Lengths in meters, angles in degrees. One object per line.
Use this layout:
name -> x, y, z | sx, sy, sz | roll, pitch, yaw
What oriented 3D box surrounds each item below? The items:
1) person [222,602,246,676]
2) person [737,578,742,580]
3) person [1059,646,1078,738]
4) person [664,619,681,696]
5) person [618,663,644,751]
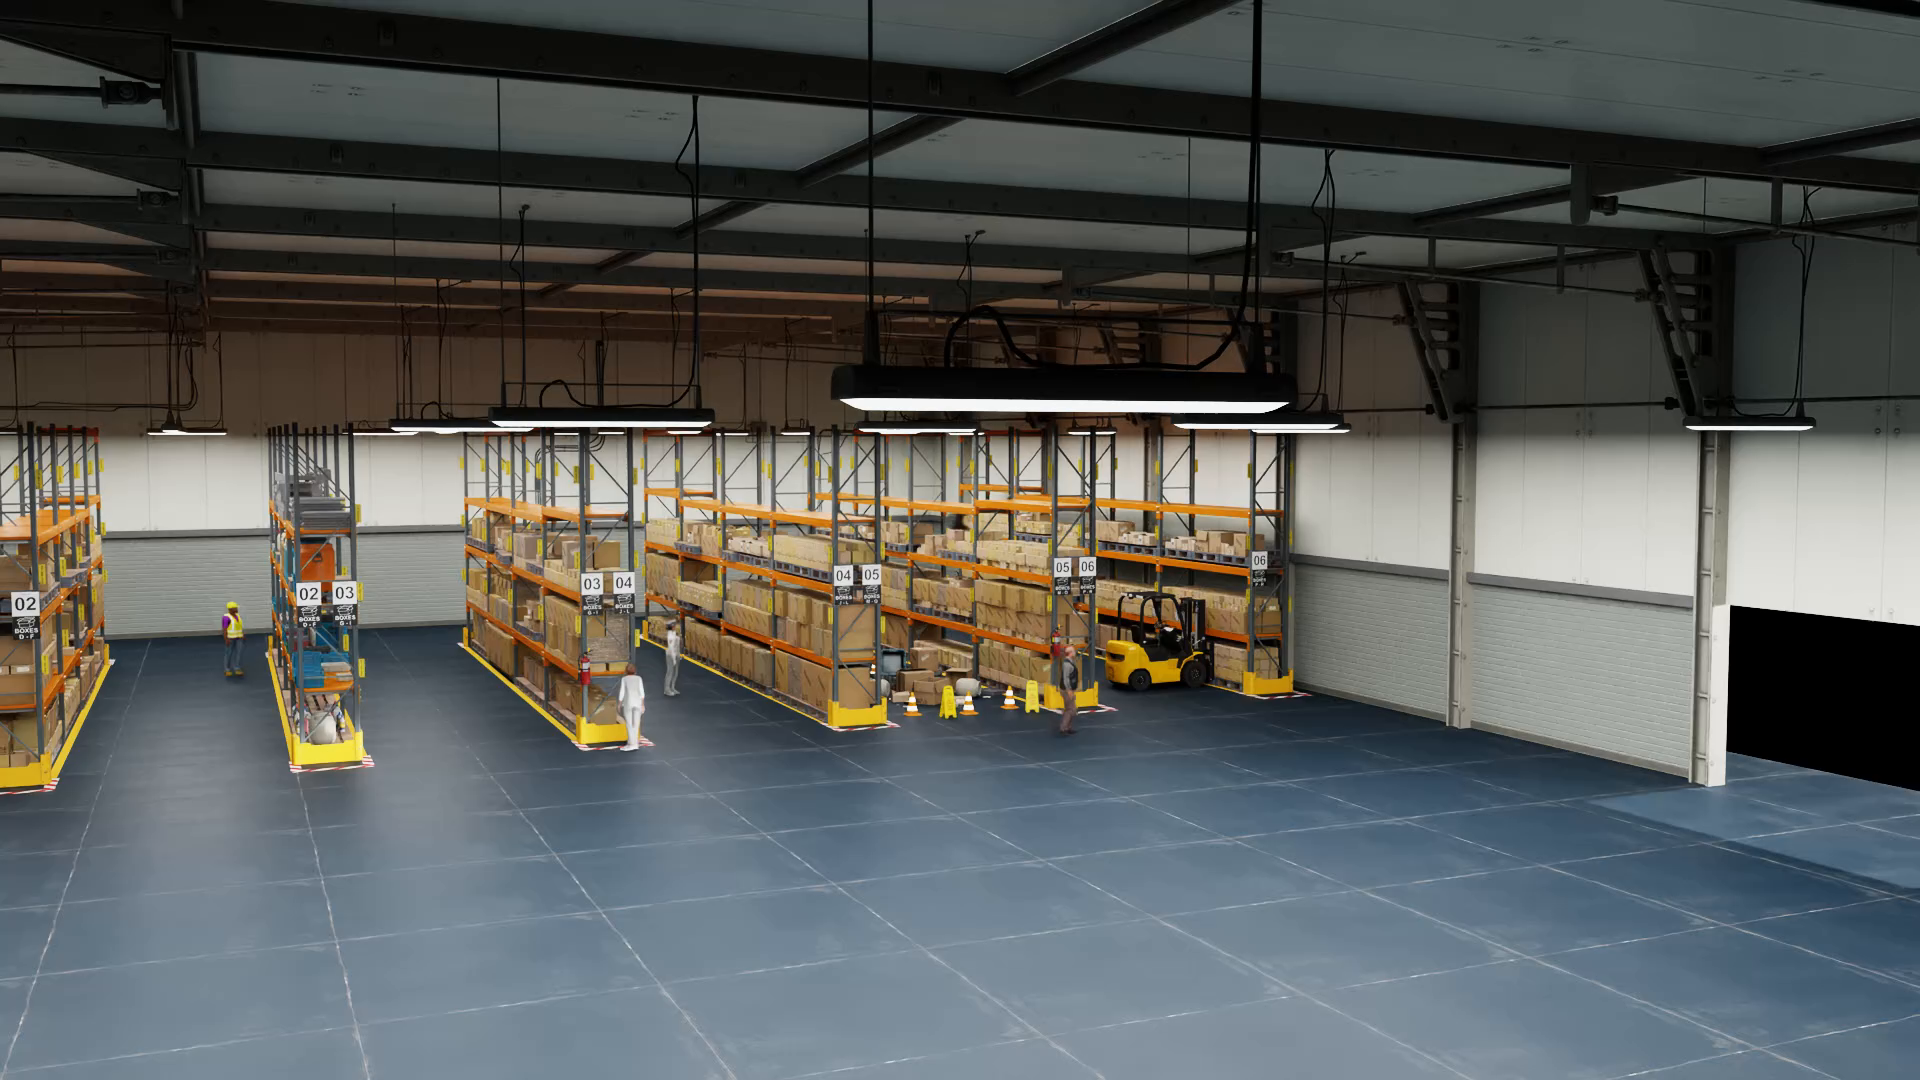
person -> -17.566, 2.377, 40.202 | 0.396, 1.778, 0.615 | 2, 4, 32
person -> -6.183, 1.969, 46.752 | 0.392, 1.783, 0.671 | -2, 4, -35
person -> 2.087, 2.956, 32.068 | 0.367, 1.645, 0.588 | 0, 4, 7
person -> -6.410, 2.608, 37.148 | 0.353, 1.703, 0.528 | 1, 4, 11
person -> -6.026, 3.060, 30.517 | 0.463, 1.615, 0.347 | -1, 4, -18
